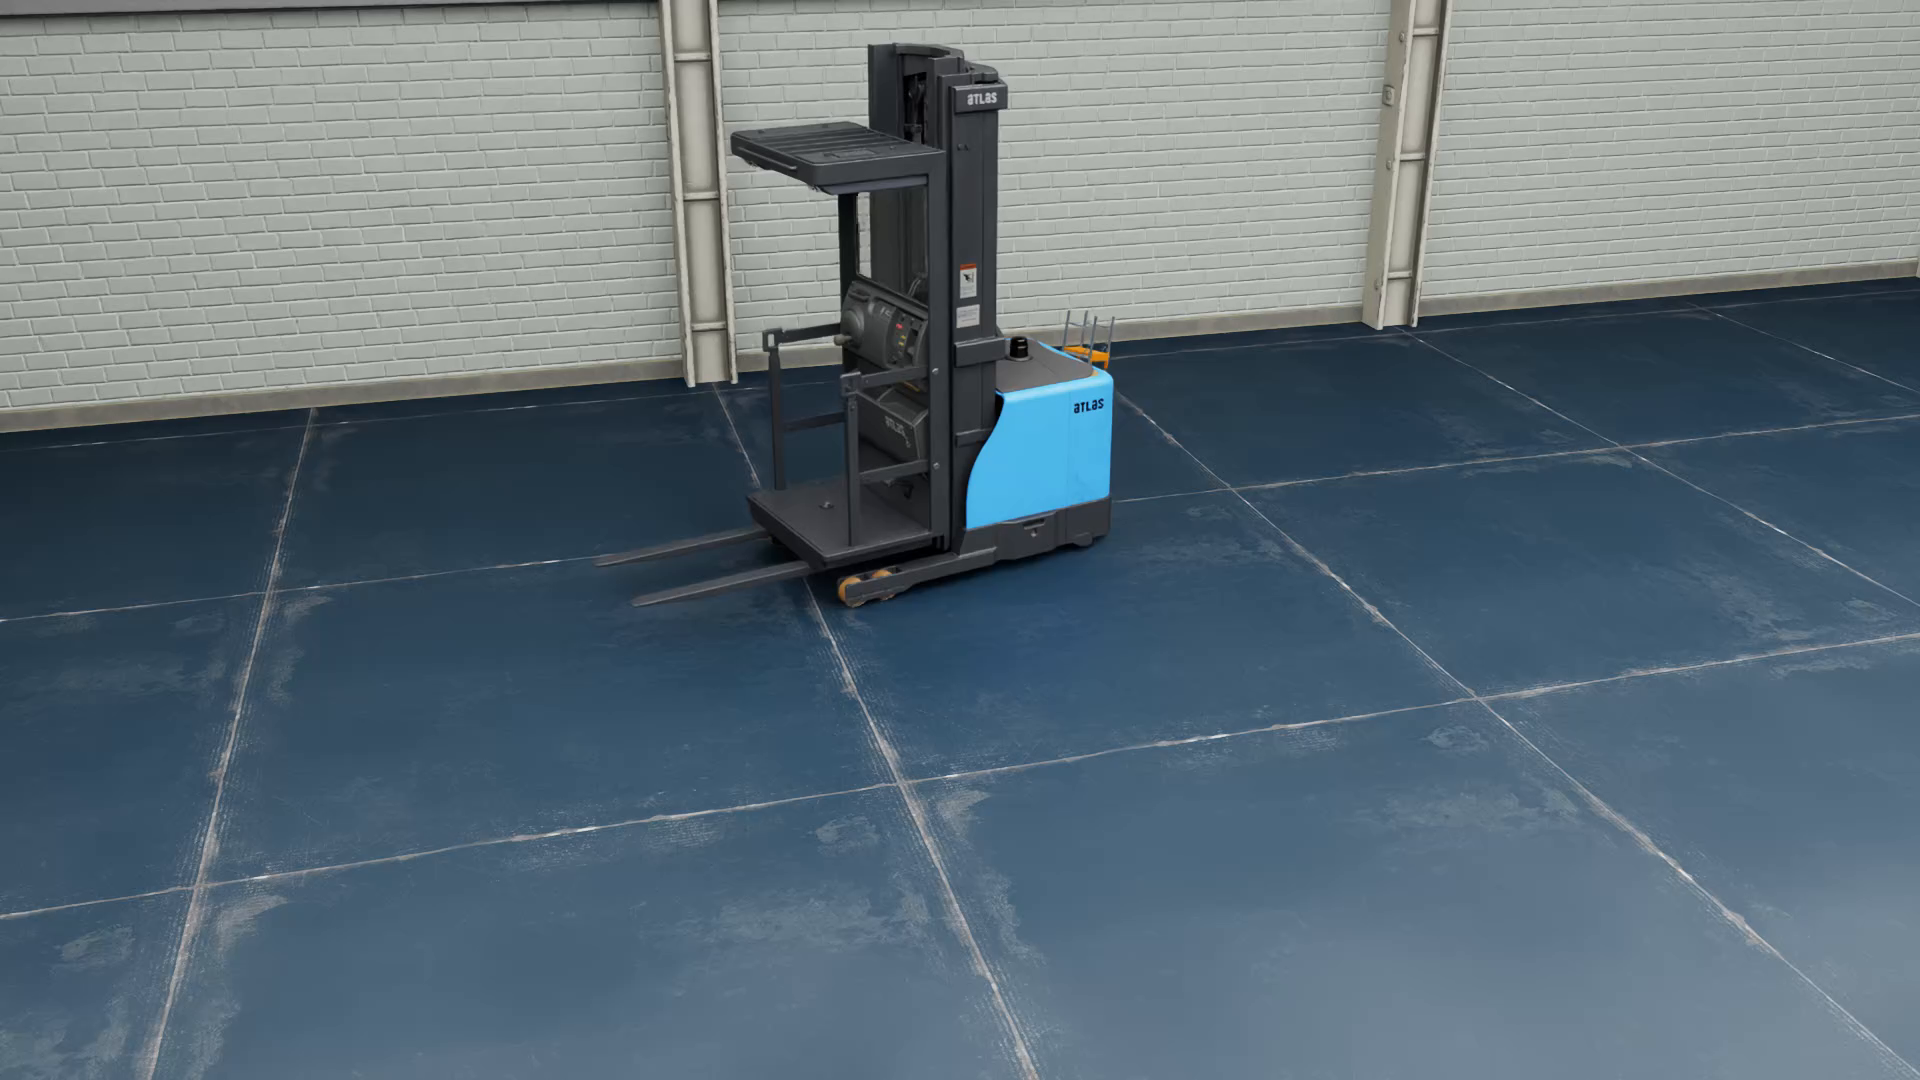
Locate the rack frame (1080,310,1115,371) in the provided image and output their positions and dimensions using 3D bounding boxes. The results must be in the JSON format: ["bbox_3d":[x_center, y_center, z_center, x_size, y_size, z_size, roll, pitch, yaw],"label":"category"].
[{"bbox_3d":[0.817,-0.878,10.804,0.240,1.200,0.006,20,19,39],"label":"rack frame"}]

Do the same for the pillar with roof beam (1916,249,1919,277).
[{"bbox_3d":[10.733,-5.057,10.624,0.400,9.000,9.100,-6,24,-14],"label":"pillar with roof beam"}]

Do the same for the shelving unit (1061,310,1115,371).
[{"bbox_3d":[0.756,-0.869,10.736,0.258,1.200,0.189,20,19,39],"label":"shelving unit"}]

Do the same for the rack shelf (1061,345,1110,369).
[{"bbox_3d":[0.799,-1.172,10.657,0.258,0.103,0.180,20,19,39],"label":"rack shelf"}]

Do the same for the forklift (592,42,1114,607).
[{"bbox_3d":[-0.608,-1.206,9.344,3.031,2.935,1.130,-13,26,-28],"label":"forklift"}]

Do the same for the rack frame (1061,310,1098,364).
[{"bbox_3d":[0.695,-0.860,10.668,0.240,1.200,0.006,20,19,39],"label":"rack frame"}]
